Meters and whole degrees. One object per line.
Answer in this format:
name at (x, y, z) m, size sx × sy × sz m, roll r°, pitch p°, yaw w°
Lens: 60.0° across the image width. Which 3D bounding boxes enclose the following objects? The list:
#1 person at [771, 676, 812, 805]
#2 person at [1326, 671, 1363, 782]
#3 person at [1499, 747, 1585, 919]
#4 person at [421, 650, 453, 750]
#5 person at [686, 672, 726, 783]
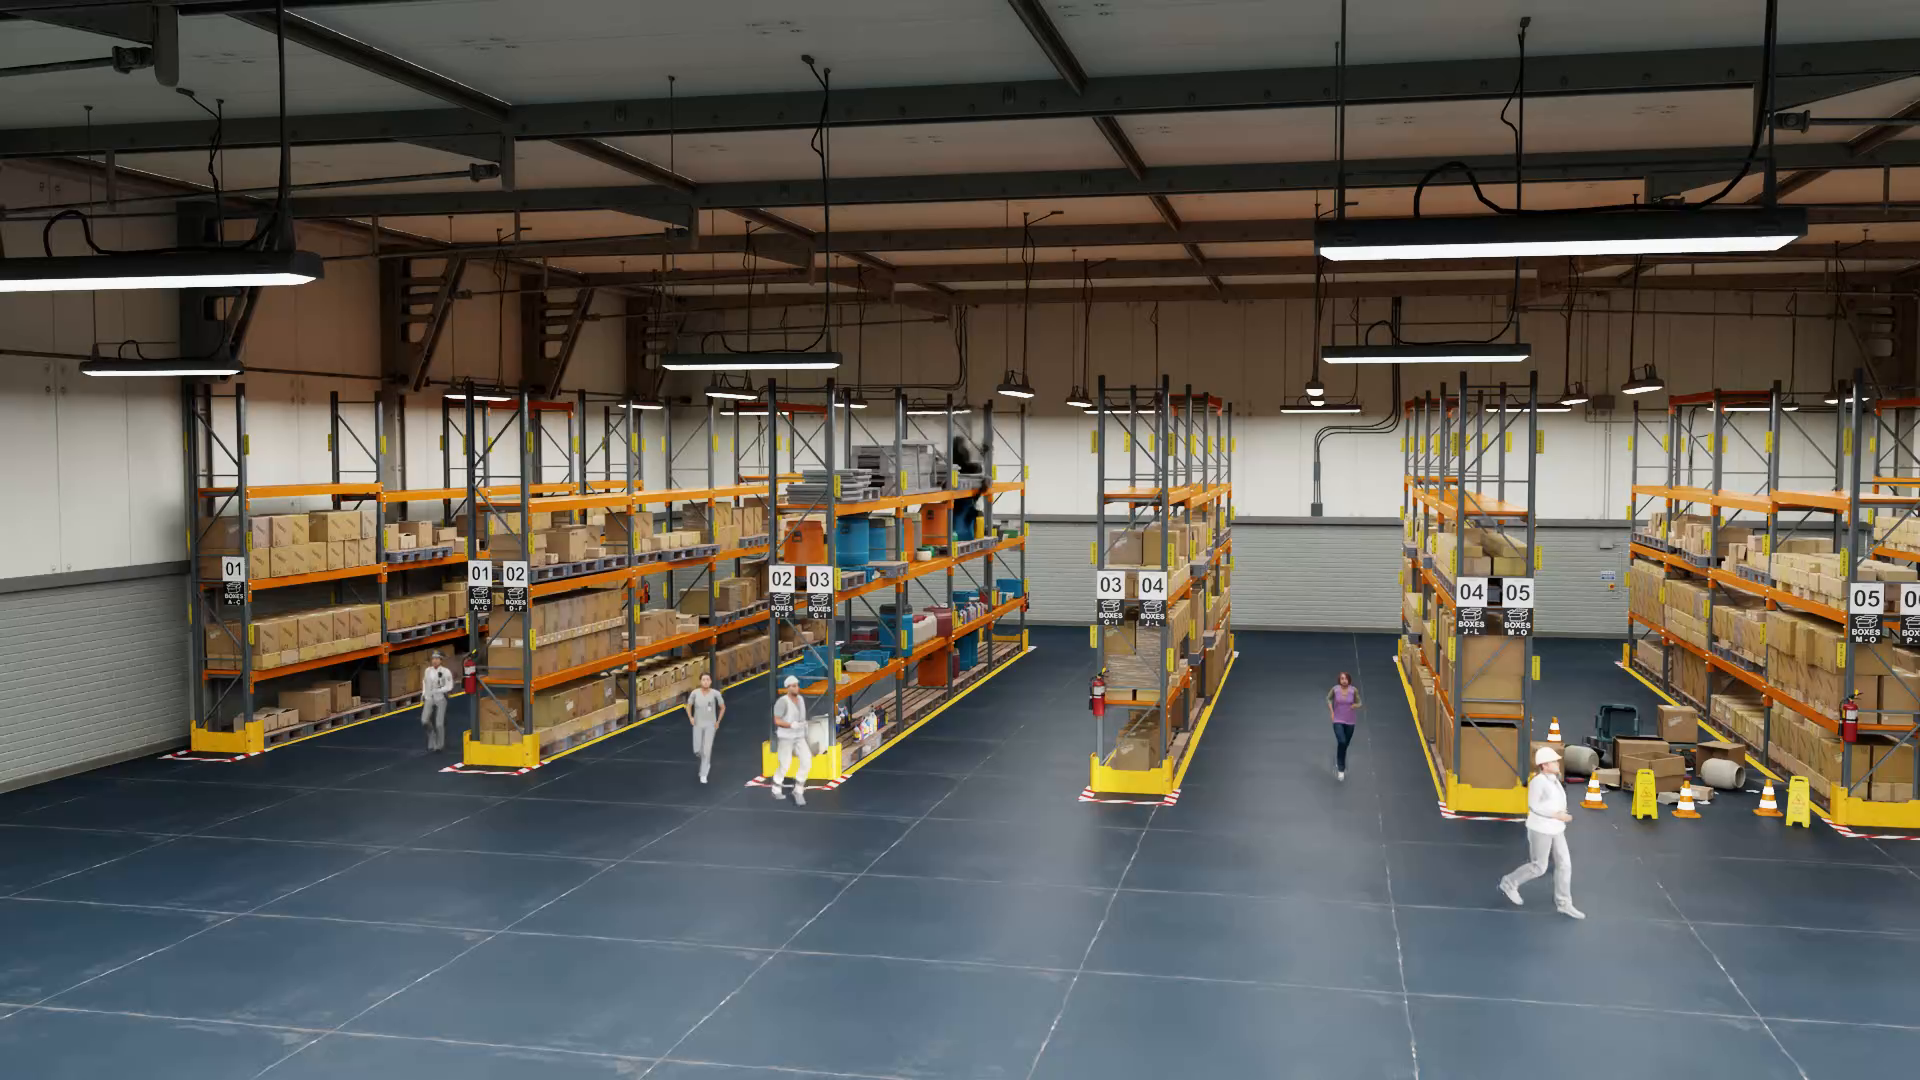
person at (-2.320, 2.807, 23.158) m, size 0.685 × 1.849 × 0.749 m, roll -3°, pitch 5°, yaw -45°
person at (5.781, 2.785, 24.983) m, size 0.509 × 1.647 × 0.721 m, roll 0°, pitch 3°, yaw 2°
person at (6.228, 3.099, 17.756) m, size 0.898 × 1.781 × 0.656 m, roll 3°, pitch 5°, yaw 44°
person at (-8.539, 2.614, 27.064) m, size 0.587 × 1.644 × 0.593 m, roll 0°, pitch 3°, yaw 4°
person at (-3.801, 2.777, 24.862) m, size 0.588 × 1.632 × 0.562 m, roll 0°, pitch 3°, yaw 1°
